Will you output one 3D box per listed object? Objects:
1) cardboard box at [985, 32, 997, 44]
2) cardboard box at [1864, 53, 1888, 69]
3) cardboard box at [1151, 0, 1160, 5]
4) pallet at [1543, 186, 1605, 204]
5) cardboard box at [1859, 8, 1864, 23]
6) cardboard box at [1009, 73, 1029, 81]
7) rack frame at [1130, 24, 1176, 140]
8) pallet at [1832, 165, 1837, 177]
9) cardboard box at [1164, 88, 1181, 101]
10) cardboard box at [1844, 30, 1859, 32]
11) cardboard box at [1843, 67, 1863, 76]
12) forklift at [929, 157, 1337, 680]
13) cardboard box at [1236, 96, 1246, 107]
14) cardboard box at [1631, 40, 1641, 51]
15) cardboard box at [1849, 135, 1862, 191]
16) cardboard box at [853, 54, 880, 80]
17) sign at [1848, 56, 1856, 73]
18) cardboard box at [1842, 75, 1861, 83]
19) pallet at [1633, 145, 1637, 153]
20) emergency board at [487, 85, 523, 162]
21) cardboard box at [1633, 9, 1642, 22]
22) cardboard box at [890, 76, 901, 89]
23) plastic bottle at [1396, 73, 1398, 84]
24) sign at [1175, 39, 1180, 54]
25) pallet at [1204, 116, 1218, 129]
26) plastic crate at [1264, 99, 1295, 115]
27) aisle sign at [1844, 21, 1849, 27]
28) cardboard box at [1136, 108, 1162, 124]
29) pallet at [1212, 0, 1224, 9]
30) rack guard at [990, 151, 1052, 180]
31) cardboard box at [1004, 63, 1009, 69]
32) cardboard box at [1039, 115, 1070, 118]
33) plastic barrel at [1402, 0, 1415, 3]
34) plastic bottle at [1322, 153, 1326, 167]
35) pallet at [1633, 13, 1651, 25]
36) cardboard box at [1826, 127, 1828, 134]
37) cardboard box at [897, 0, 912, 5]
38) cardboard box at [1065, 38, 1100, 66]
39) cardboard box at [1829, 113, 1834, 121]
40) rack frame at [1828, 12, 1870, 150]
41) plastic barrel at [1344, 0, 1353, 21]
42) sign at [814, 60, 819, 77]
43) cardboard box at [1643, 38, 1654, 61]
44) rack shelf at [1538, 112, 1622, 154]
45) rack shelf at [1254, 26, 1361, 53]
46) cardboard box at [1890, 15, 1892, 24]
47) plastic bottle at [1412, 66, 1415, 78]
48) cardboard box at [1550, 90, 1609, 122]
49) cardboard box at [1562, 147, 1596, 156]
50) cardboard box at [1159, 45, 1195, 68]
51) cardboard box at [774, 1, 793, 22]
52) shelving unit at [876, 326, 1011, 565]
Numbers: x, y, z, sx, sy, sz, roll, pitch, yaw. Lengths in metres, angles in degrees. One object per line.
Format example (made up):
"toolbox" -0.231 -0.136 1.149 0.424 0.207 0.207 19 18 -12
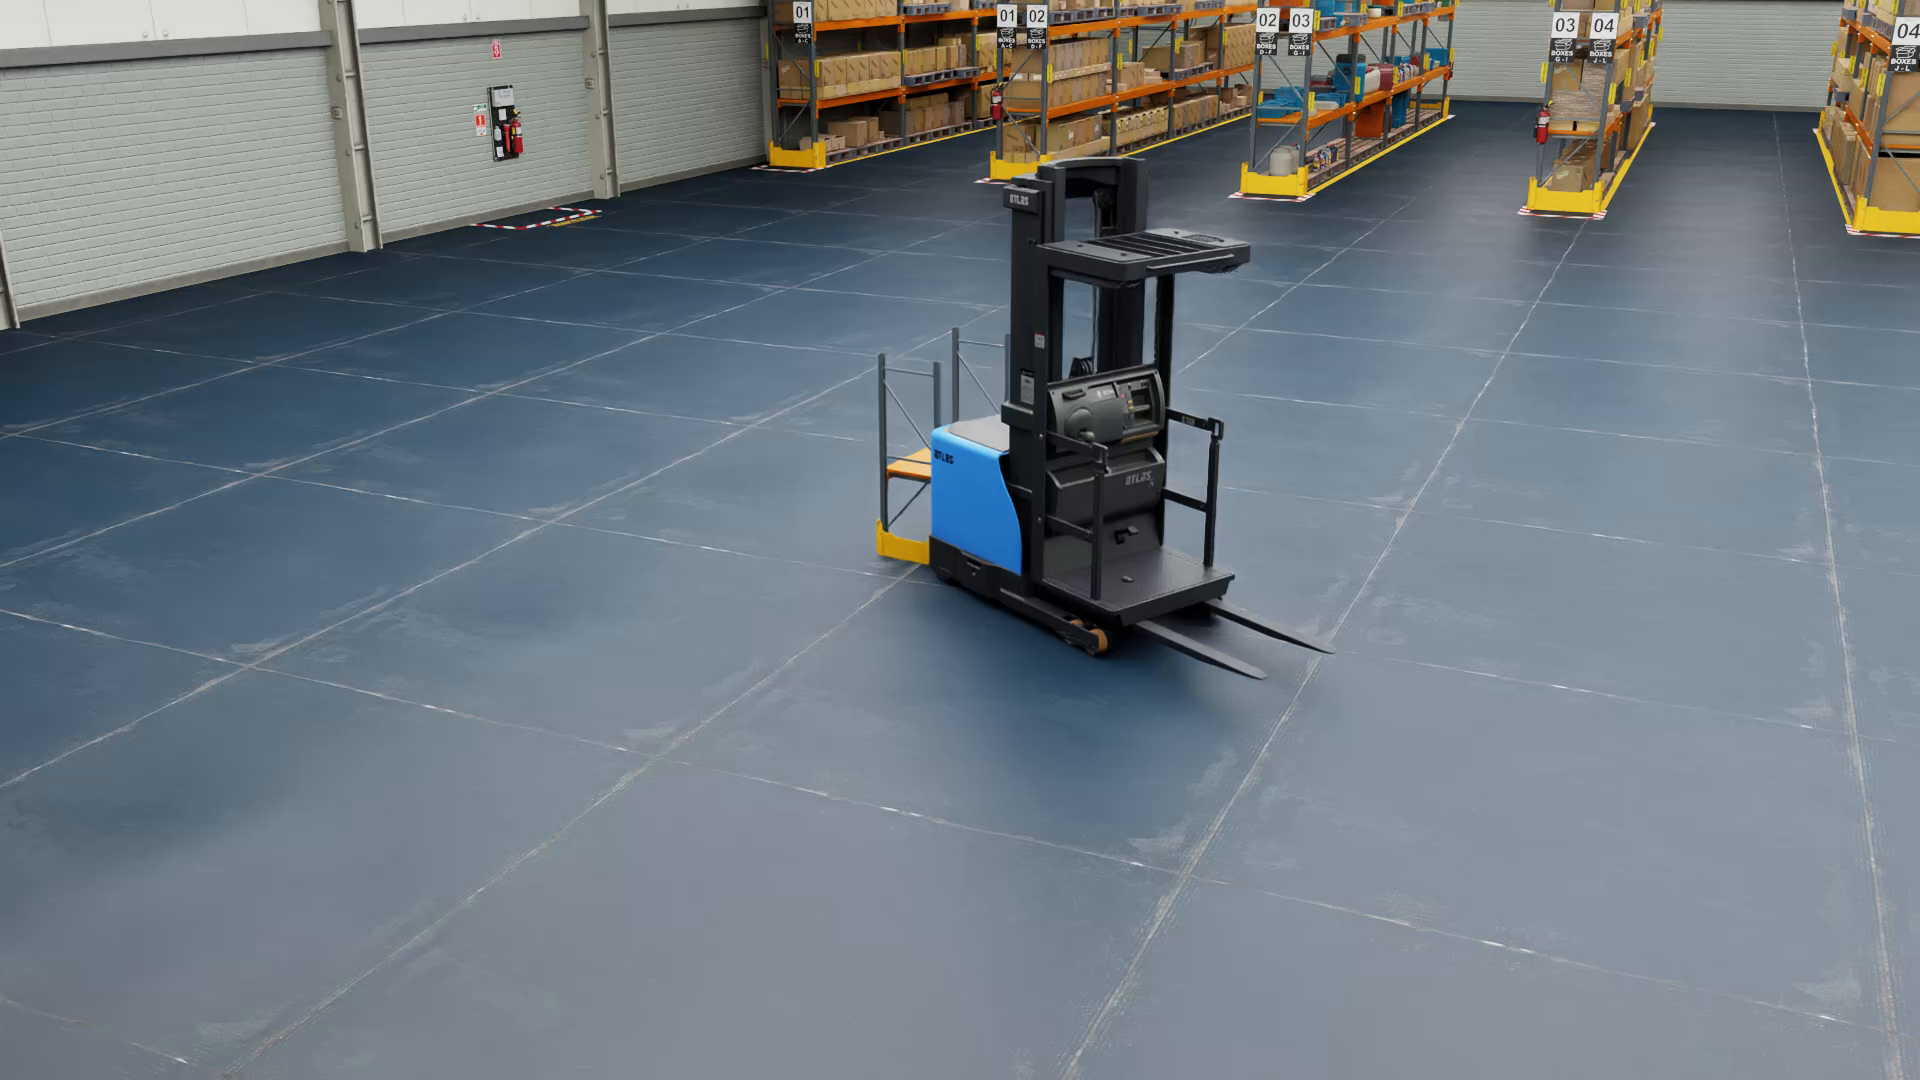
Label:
"cardboard box" 0.771 -12.451 41.259 0.500 0.250 0.500 9 21 23
"cardboard box" 17.571 -8.956 31.535 0.700 0.500 0.500 8 21 22
"cardboard box" 4.118 -12.032 36.945 0.500 0.250 0.500 9 22 24
"pallet" 10.606 -5.948 28.878 1.003 0.211 1.213 9 21 23
"cardboard box" 17.972 -10.399 32.606 0.500 0.500 0.500 9 21 23
"cardboard box" 1.157 -8.851 31.763 0.380 0.149 0.250 8 21 22
"rack frame" 4.450 -10.801 38.363 1.000 3.000 0.127 9 21 23
"pallet" 17.578 -7.184 32.355 1.003 0.211 1.213 9 21 23
"cardboard box" 5.053 -10.833 40.408 0.500 0.250 0.500 8 21 22
"cardboard box" 19.983 -11.104 37.130 0.500 0.500 0.500 9 22 24
"cardboard box" 17.752 -9.301 33.007 0.380 0.149 0.250 8 21 21
"forklift" 1.076 -0.843 10.466 1.130 2.935 3.031 -14 24 -35
"cardboard box" 7.312 -11.672 44.259 0.500 0.250 0.500 9 21 23
"cardboard box" 14.338 -10.586 36.113 0.797 0.503 0.637 9 22 24
"cardboard box" 16.011 -6.520 28.871 0.875 0.875 0.875 9 21 24
"cardboard box" -2.035 -10.056 35.343 0.500 0.500 0.500 8 21 21
"sign" 17.471 -9.309 32.557 0.100 0.325 0.005 9 21 23
"cardboard box" 17.757 -9.162 33.059 0.380 0.149 0.250 9 21 24
"pallet" 14.379 -8.729 36.698 1.003 0.211 1.213 9 21 23
"emergency board" -7.353 -6.782 27.063 0.194 1.169 0.643 9 21 23
"cardboard box" 13.116 -10.297 32.694 0.500 0.250 0.500 9 22 24
"cardboard box" -1.626 -10.009 36.330 0.500 0.250 0.500 9 21 23
"plastic bottle" 9.820 -10.400 37.409 0.061 0.283 0.133 9 21 23
"sign" 4.958 -11.271 37.957 0.100 0.325 0.005 9 21 23
"pallet" 5.790 -10.456 41.554 1.003 0.211 1.213 9 21 23
"plastic crate" 5.895 -7.996 30.698 0.499 0.251 0.408 9 21 23
"aisle sign" 21.002 -12.463 39.156 0.394 0.787 0.004 9 21 23
"cardboard box" 4.253 -9.614 37.665 0.500 0.311 0.500 8 21 22
"pallet" 5.757 -13.159 40.796 1.213 0.211 1.003 9 21 23
"rack guard" 1.164 -7.170 31.884 1.175 0.500 0.348 9 21 23
"cardboard box" 1.008 -11.989 42.049 0.380 0.149 0.250 9 22 24
"cardboard box" 1.927 -8.429 34.052 0.500 0.500 0.500 9 21 23
"plastic barrel" 10.046 -12.647 37.704 0.600 0.901 0.708 9 21 23
"plastic bottle" 6.983 -7.305 31.948 0.097 0.271 0.097 0 20 0
"pallet" 12.620 -10.034 32.010 1.213 0.211 1.003 9 21 23
"cardboard box" 19.881 -9.289 37.741 0.380 0.149 0.250 9 21 23
"cardboard box" -1.412 -12.071 36.682 0.500 0.500 0.500 12 23 30
"cardboard box" 2.430 -9.945 33.871 0.700 0.500 0.500 8 21 23
"cardboard box" 19.884 -9.556 37.602 0.380 0.149 0.250 7 21 20
"rack frame" 19.608 -9.952 35.975 1.000 3.000 0.127 9 21 23
"plastic barrel" 7.608 -10.932 33.506 0.600 0.901 0.600 0 20 0
"sign" -2.852 -9.367 33.040 0.100 0.325 0.005 9 21 23
"cardboard box" 15.971 -11.506 39.008 0.500 0.500 0.500 8 21 21
"rack shelf" 11.029 -7.267 29.500 1.077 0.370 4.000 9 21 23
"rack shelf" 6.511 -9.360 30.909 1.077 0.370 4.000 9 21 23
"cardboard box" 14.625 -8.048 25.745 0.380 0.149 0.250 9 21 23
"plastic bottle" 10.686 -11.046 39.226 0.061 0.283 0.133 9 21 23
"cardboard box" 10.461 -7.346 28.056 0.875 0.500 0.500 9 21 23
"cardboard box" 11.420 -6.945 30.624 0.500 0.500 0.500 17 26 40
"cardboard box" 5.154 -11.507 39.573 0.700 0.500 0.500 13 23 33
"cardboard box" -3.407 -10.666 33.328 0.500 0.500 0.500 10 22 27
"shelving unit" -0.091 -0.712 12.233 0.587 1.500 1.083 11 22 29
